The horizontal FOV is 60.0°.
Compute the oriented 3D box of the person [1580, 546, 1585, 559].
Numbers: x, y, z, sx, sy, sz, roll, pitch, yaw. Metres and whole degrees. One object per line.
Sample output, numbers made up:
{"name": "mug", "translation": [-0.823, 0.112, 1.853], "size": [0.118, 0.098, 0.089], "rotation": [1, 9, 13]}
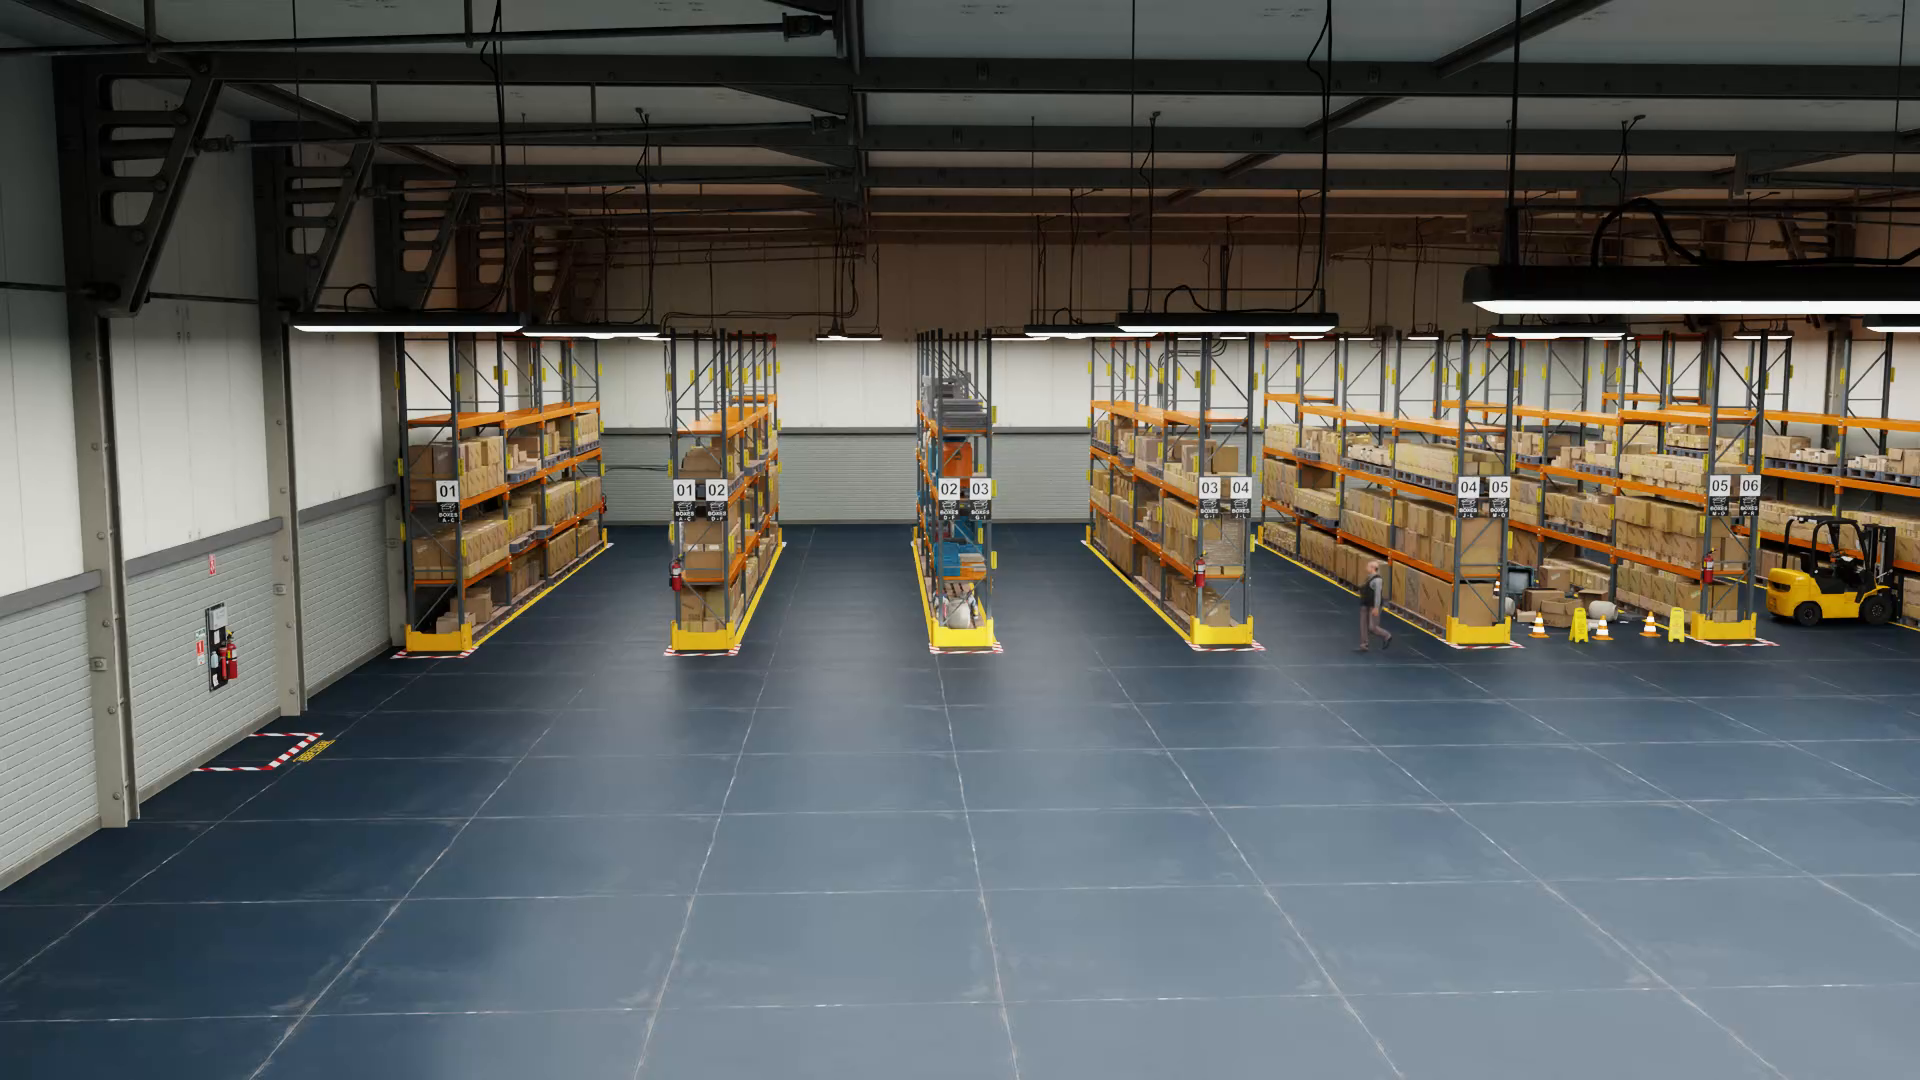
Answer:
{"name": "person", "translation": [16.452, -0.372, 44.316], "size": [0.441, 1.779, 0.552], "rotation": [2, 7, 16]}

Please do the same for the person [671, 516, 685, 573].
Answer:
{"name": "person", "translation": [-6.820, 0.119, 40.510], "size": [0.415, 1.665, 0.545], "rotation": [-1, 7, -7]}

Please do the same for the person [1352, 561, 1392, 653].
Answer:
{"name": "person", "translation": [7.648, 1.250, 30.767], "size": [0.662, 1.708, 0.525], "rotation": [-4, 8, -28]}
